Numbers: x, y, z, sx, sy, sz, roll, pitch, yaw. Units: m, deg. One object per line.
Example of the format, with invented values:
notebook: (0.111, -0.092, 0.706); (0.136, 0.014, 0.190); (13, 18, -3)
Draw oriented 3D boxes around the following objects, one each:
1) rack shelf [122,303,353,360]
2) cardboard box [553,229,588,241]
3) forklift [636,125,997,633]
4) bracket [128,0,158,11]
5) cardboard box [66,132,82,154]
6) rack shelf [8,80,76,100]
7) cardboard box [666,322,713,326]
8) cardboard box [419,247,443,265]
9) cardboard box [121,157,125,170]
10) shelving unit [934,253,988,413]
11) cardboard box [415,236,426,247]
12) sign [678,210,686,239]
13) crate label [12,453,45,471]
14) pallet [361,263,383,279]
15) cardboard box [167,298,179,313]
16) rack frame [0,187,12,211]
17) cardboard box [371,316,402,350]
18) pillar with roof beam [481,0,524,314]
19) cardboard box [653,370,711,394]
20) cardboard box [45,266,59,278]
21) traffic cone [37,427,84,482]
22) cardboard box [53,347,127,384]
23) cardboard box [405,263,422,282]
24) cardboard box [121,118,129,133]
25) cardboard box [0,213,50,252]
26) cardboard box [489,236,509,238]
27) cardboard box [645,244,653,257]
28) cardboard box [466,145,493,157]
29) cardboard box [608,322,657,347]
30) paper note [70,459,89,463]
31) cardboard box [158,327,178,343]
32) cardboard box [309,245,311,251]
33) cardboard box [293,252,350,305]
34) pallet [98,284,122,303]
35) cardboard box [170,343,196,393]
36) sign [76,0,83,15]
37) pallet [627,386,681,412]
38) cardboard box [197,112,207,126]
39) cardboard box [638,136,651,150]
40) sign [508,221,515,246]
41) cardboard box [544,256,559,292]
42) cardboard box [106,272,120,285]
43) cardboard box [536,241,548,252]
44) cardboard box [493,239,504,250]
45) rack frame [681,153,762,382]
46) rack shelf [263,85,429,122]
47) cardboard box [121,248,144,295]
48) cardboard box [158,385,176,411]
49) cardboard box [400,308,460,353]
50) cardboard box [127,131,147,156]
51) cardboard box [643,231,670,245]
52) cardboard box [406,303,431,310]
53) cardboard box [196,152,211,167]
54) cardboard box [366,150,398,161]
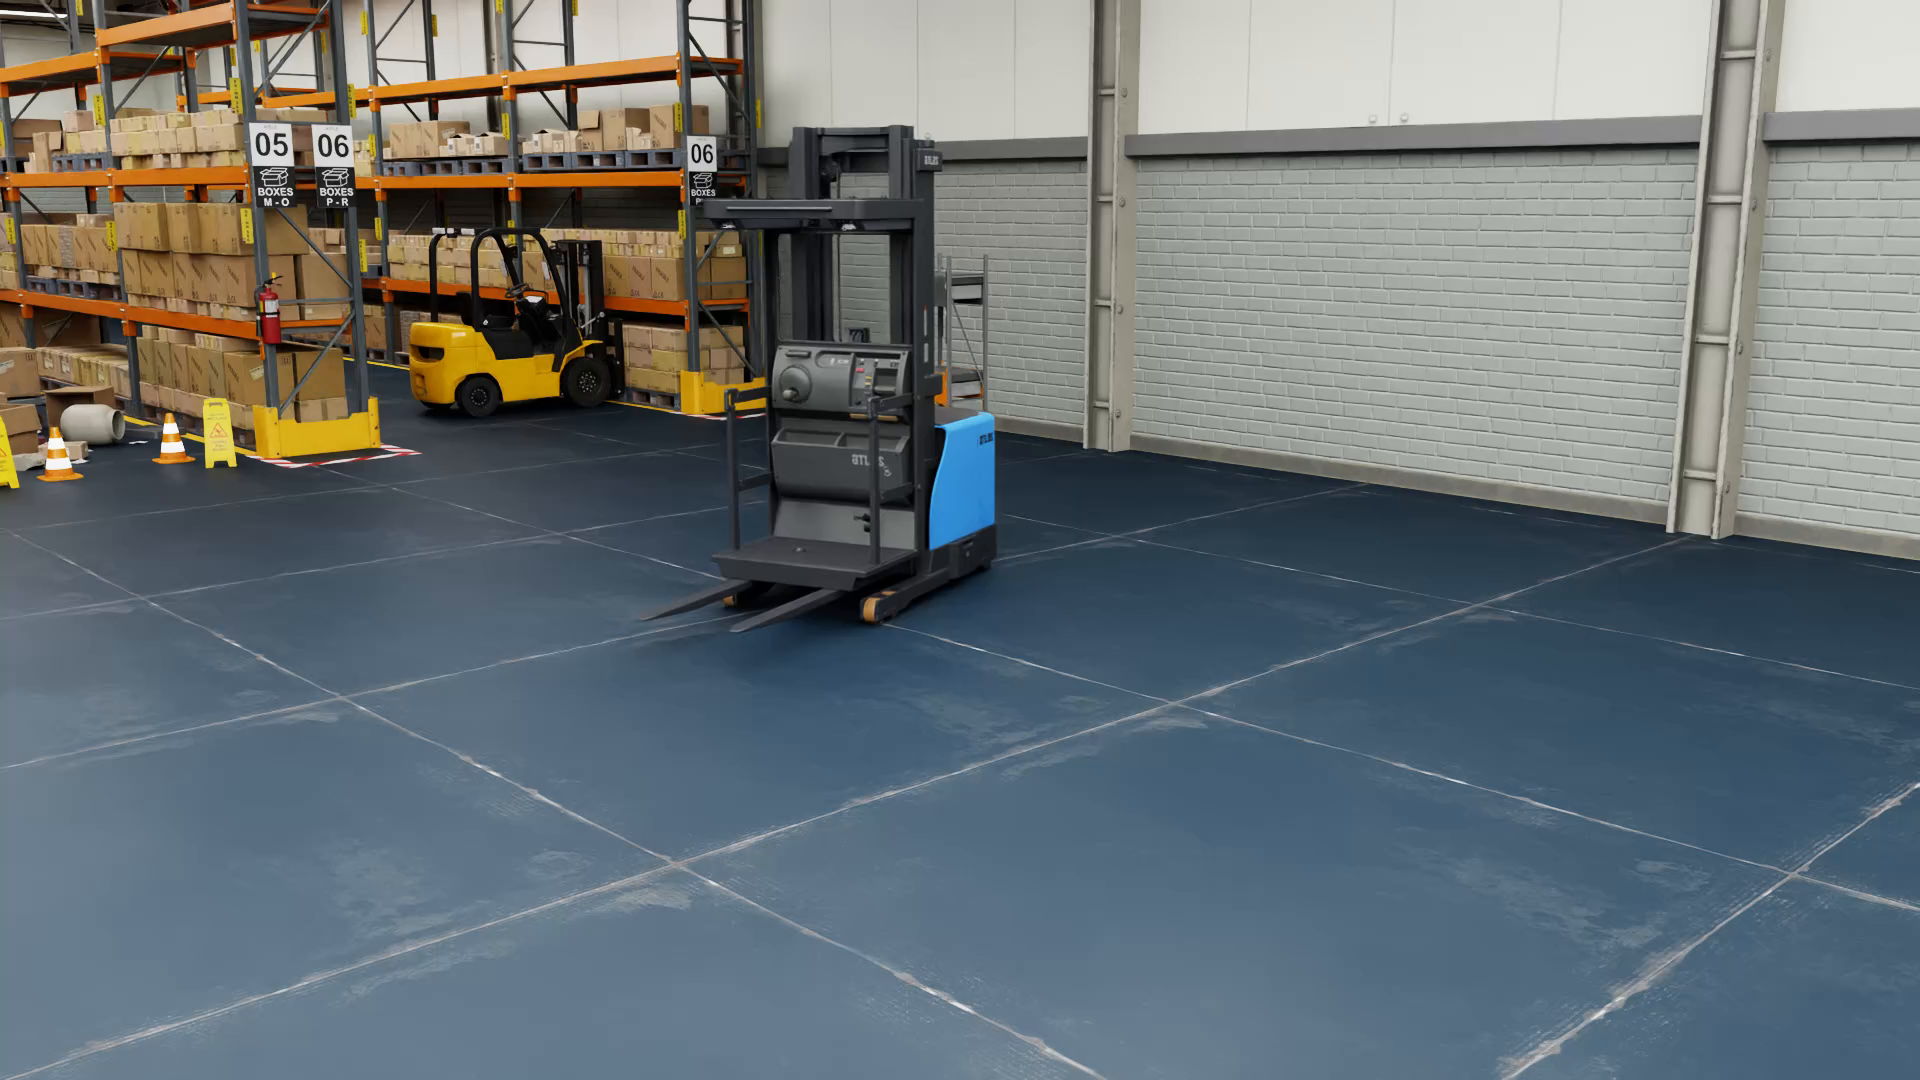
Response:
rack shelf: (-7.784, -2.296, 17.903); (1.077, 0.370, 4.000); (-11, 16, -43)
cardboard box: (-5.040, -3.943, 21.525); (0.380, 0.149, 0.250); (-10, 16, -41)
forklift: (-0.839, -1.029, 10.143); (1.130, 2.935, 3.031); (6, 13, 25)
bracket: (-17.547, -11.023, 34.692); (0.076, 0.066, 5.218); (-11, 16, -43)
cardboard box: (-10.370, -4.755, 19.957); (0.500, 0.250, 0.500); (-11, 16, -42)
rack shelf: (-13.308, -6.206, 23.005); (1.077, 0.370, 4.000); (-11, 16, -43)
cardboard box: (-3.358, -2.566, 20.728); (0.500, 0.250, 0.500); (-11, 16, -42)
cardboard box: (-7.517, -4.136, 24.188); (0.500, 0.250, 0.500); (11, 16, 44)
cardboard box: (-9.127, -4.206, 18.580); (0.380, 0.149, 0.250); (-11, 16, -43)
shelving unit: (-0.114, -1.053, 12.317); (0.431, 2.100, 0.503); (-11, 16, -43)
cardboard box: (-7.762, -4.386, 24.411); (0.380, 0.149, 0.250); (-11, 16, -42)
sign: (-3.217, -3.658, 19.276); (0.100, 0.325, 0.005); (-11, 16, -43)
crate label: (-8.788, -0.739, 15.658); (0.298, 0.136, 0.250); (3, 12, 16)
pallet: (-8.859, -4.211, 25.893); (1.213, 0.211, 1.003); (-11, 16, -43)
cardboard box: (-8.303, -2.538, 17.920); (0.380, 0.149, 0.250); (-11, 16, -42)
rack frame: (-14.690, -4.107, 24.915); (1.000, 3.000, 0.127); (-11, 16, -43)
cardboard box: (-8.787, -3.229, 25.805); (0.500, 0.500, 0.500); (-10, 15, -41)
pillar with roof beam: (-9.901, -6.490, 21.610); (9.100, 9.000, 0.400); (-11, 16, -43)
cardboard box: (-3.368, -1.932, 20.128); (0.500, 0.250, 0.500); (-11, 16, -42)
cardboard box: (-11.336, -3.398, 21.051); (0.380, 0.149, 0.250); (-11, 16, -42)
traffic cone: (-8.200, -0.792, 15.111); (0.336, 0.463, 0.334); (-11, 16, -43)
cardboard box: (-11.029, -2.252, 21.380); (0.950, 0.372, 0.625); (-11, 16, -44)
cardboard box: (-7.866, -3.970, 24.617); (0.500, 0.250, 0.500); (-11, 16, -44)
cardboard box: (-8.983, -4.551, 18.281); (0.380, 0.149, 0.250); (-10, 15, -41)
cardboard box: (-12.473, -4.101, 22.159); (0.500, 0.500, 0.500); (11, 16, 44)
cardboard box: (-6.684, -4.309, 24.038); (0.380, 0.149, 0.250); (-11, 16, -42)
cardboard box: (-3.590, -3.506, 20.141); (0.380, 0.149, 0.250); (-11, 16, -42)
cardboard box: (-6.557, -5.351, 22.851); (0.380, 0.149, 0.250); (-11, 16, -43)
cardboard box: (-4.071, -2.567, 20.732); (0.500, 0.250, 0.500); (-11, 16, -42)
paper note: (-8.495, -0.763, 16.037); (0.142, 0.019, 0.148); (6, 13, 26)
cardboard box: (-8.554, -2.259, 18.249); (0.380, 0.149, 0.250); (-10, 15, -40)
cardboard box: (-10.420, -4.683, 27.002); (0.396, 0.266, 0.258); (-10, 15, -40)
cardboard box: (-6.529, -2.659, 16.897); (0.500, 0.500, 0.500); (-11, 16, -43)
pallet: (-9.587, -2.978, 19.907); (1.003, 0.211, 1.213); (-11, 16, -43)
cardboard box: (-8.218, -1.890, 18.067); (0.500, 0.500, 0.500); (-10, 15, -40)
sign: (-11.541, -7.035, 21.747); (0.100, 0.325, 0.005); (-11, 16, -43)
pallet: (-3.373, -1.788, 20.569); (1.003, 0.211, 1.213); (-11, 16, -43)
cardboard box: (-7.491, -4.260, 16.866); (0.380, 0.149, 0.250); (-11, 16, -43)
cardboard box: (-3.607, -4.728, 19.826); (0.250, 0.149, 0.380); (11, 16, 44)
sign: (-5.963, -4.083, 22.125); (0.100, 0.325, 0.005); (-11, 16, -43)
cardboard box: (-5.088, -3.506, 21.749); (0.500, 0.500, 0.500); (-11, 16, -42)
cardboard box: (-9.720, -3.059, 19.408); (0.380, 0.149, 0.250); (-11, 16, -42)
cardboard box: (-5.368, -3.878, 21.946); (0.380, 0.149, 0.250); (-10, 16, -41)
cardboard box: (-6.165, -4.053, 22.794); (0.380, 0.149, 0.250); (-11, 16, -43)
rack frame: (-2.815, -3.048, 19.774); (1.000, 3.000, 0.127); (-11, 16, -43)
rack shelf: (-9.721, -6.898, 26.365); (1.077, 0.370, 4.000); (-11, 16, -43)
cardboard box: (-9.063, -3.032, 18.707); (0.500, 0.500, 0.500); (-11, 16, -43)
cardboard box: (-8.576, -1.599, 18.512); (0.500, 0.250, 0.500); (-10, 15, -39)
cardboard box: (-7.919, -3.166, 25.187); (0.875, 0.625, 0.625); (-10, 15, -41)
cardboard box: (-8.696, -4.305, 18.074); (0.500, 0.250, 0.500); (-11, 16, -43)
cardboard box: (-3.608, -3.650, 20.100); (0.380, 0.149, 0.250); (-10, 16, -41)
cardboard box: (-8.475, -3.635, 26.166); (0.380, 0.149, 0.250); (-10, 15, -40)
cardboard box: (-7.539, -3.867, 16.935); (0.380, 0.149, 0.250); (-11, 16, -43)
cardboard box: (-8.759, -5.825, 25.202); (0.380, 0.149, 0.250); (-10, 16, -41)
